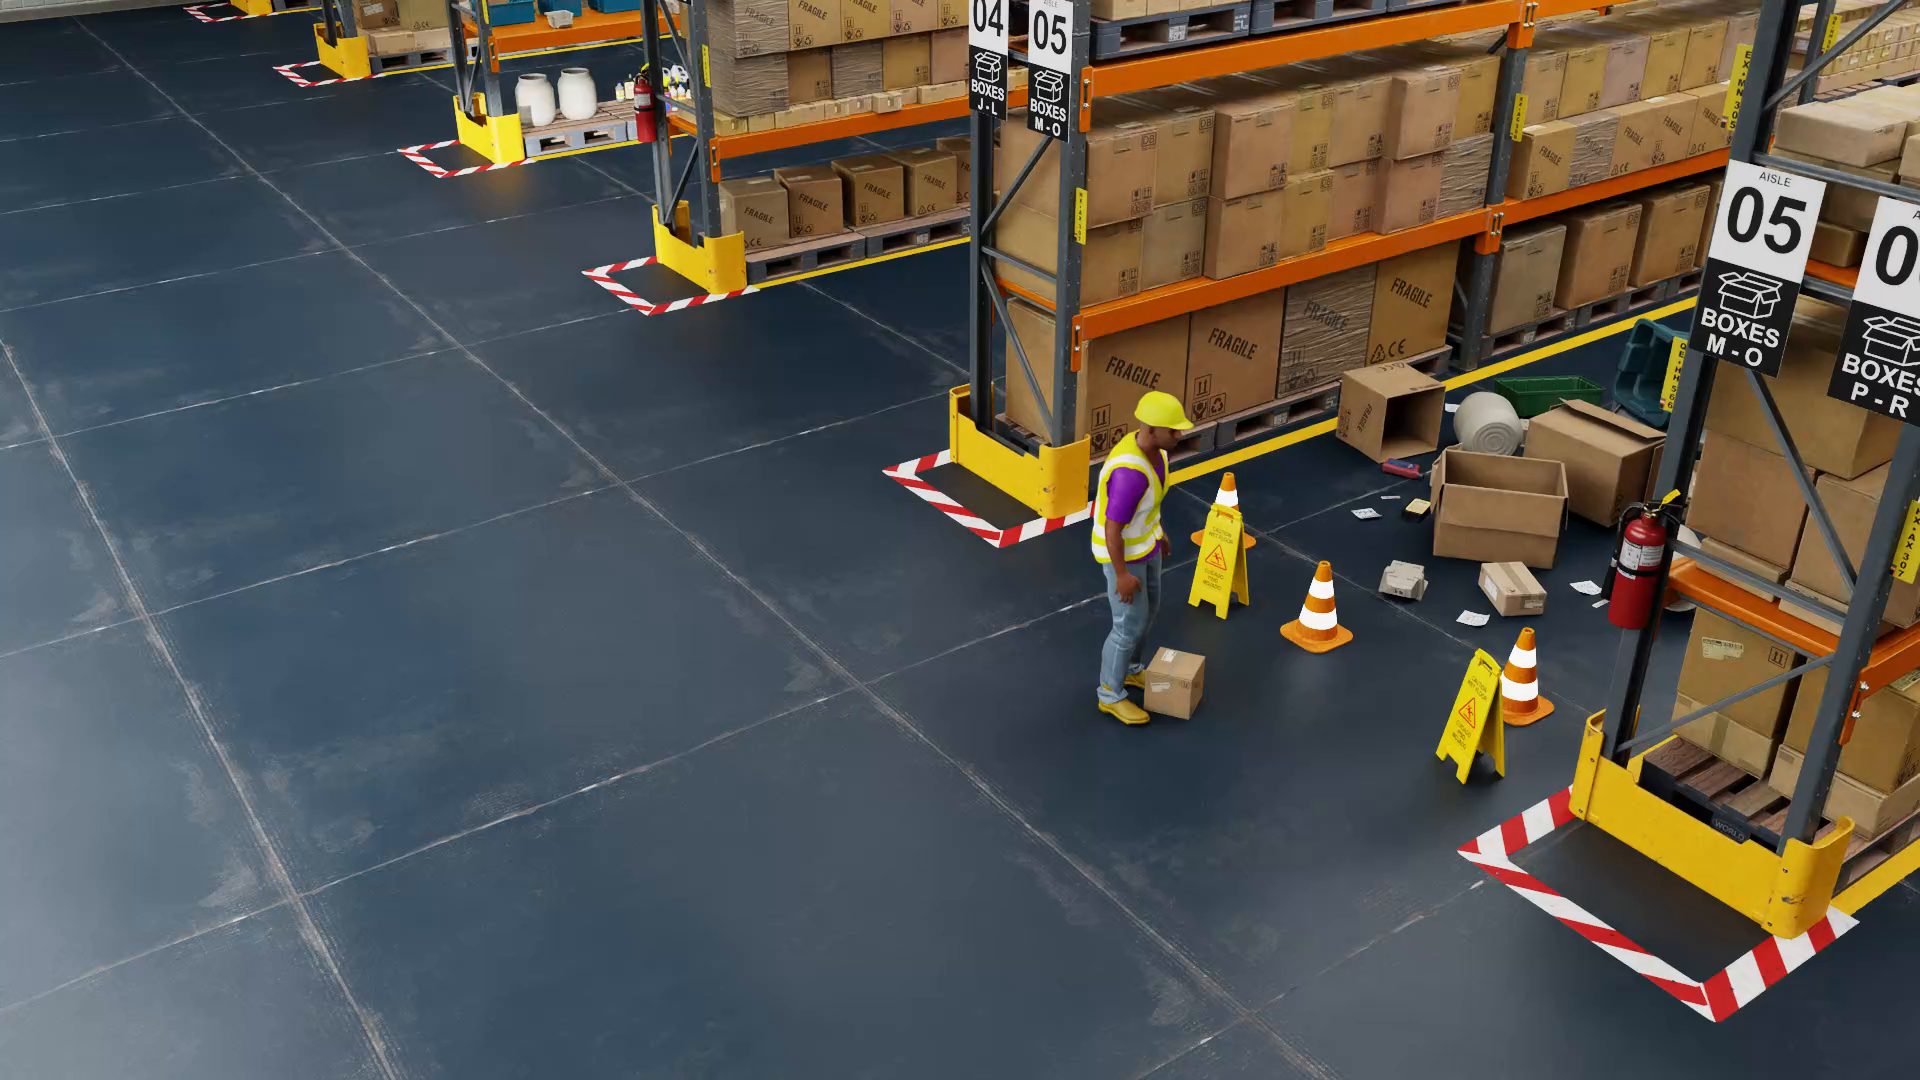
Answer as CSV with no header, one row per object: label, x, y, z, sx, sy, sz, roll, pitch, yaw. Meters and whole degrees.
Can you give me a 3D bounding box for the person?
person,0.913,0.058,8.495,0.456,1.761,0.627,13,31,22
